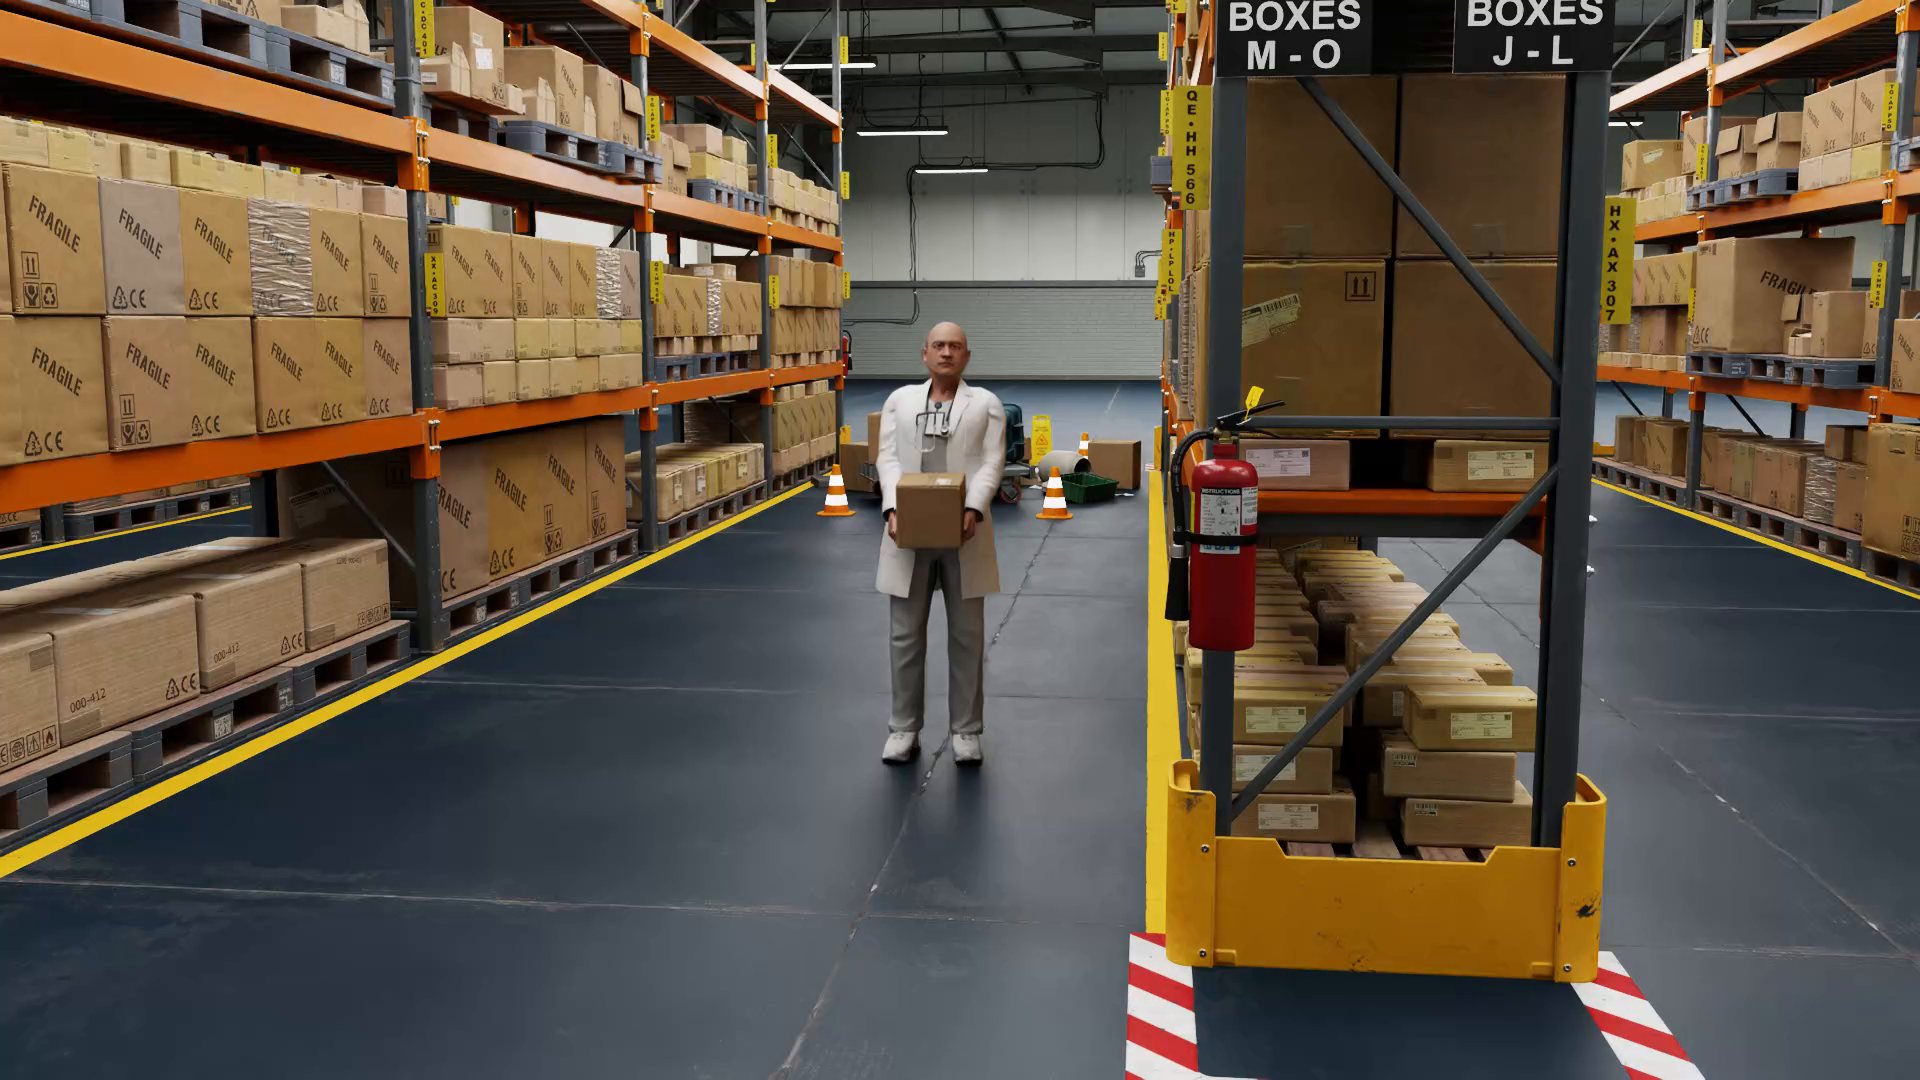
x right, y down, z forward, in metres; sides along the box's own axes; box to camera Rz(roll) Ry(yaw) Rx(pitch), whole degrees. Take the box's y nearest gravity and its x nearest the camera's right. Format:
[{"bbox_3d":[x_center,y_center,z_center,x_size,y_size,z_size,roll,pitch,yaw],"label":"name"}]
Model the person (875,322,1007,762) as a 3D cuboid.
[{"bbox_3d":[-0.089,0.015,6.716,0.535,1.777,0.554,1,7,5],"label":"person"}]
